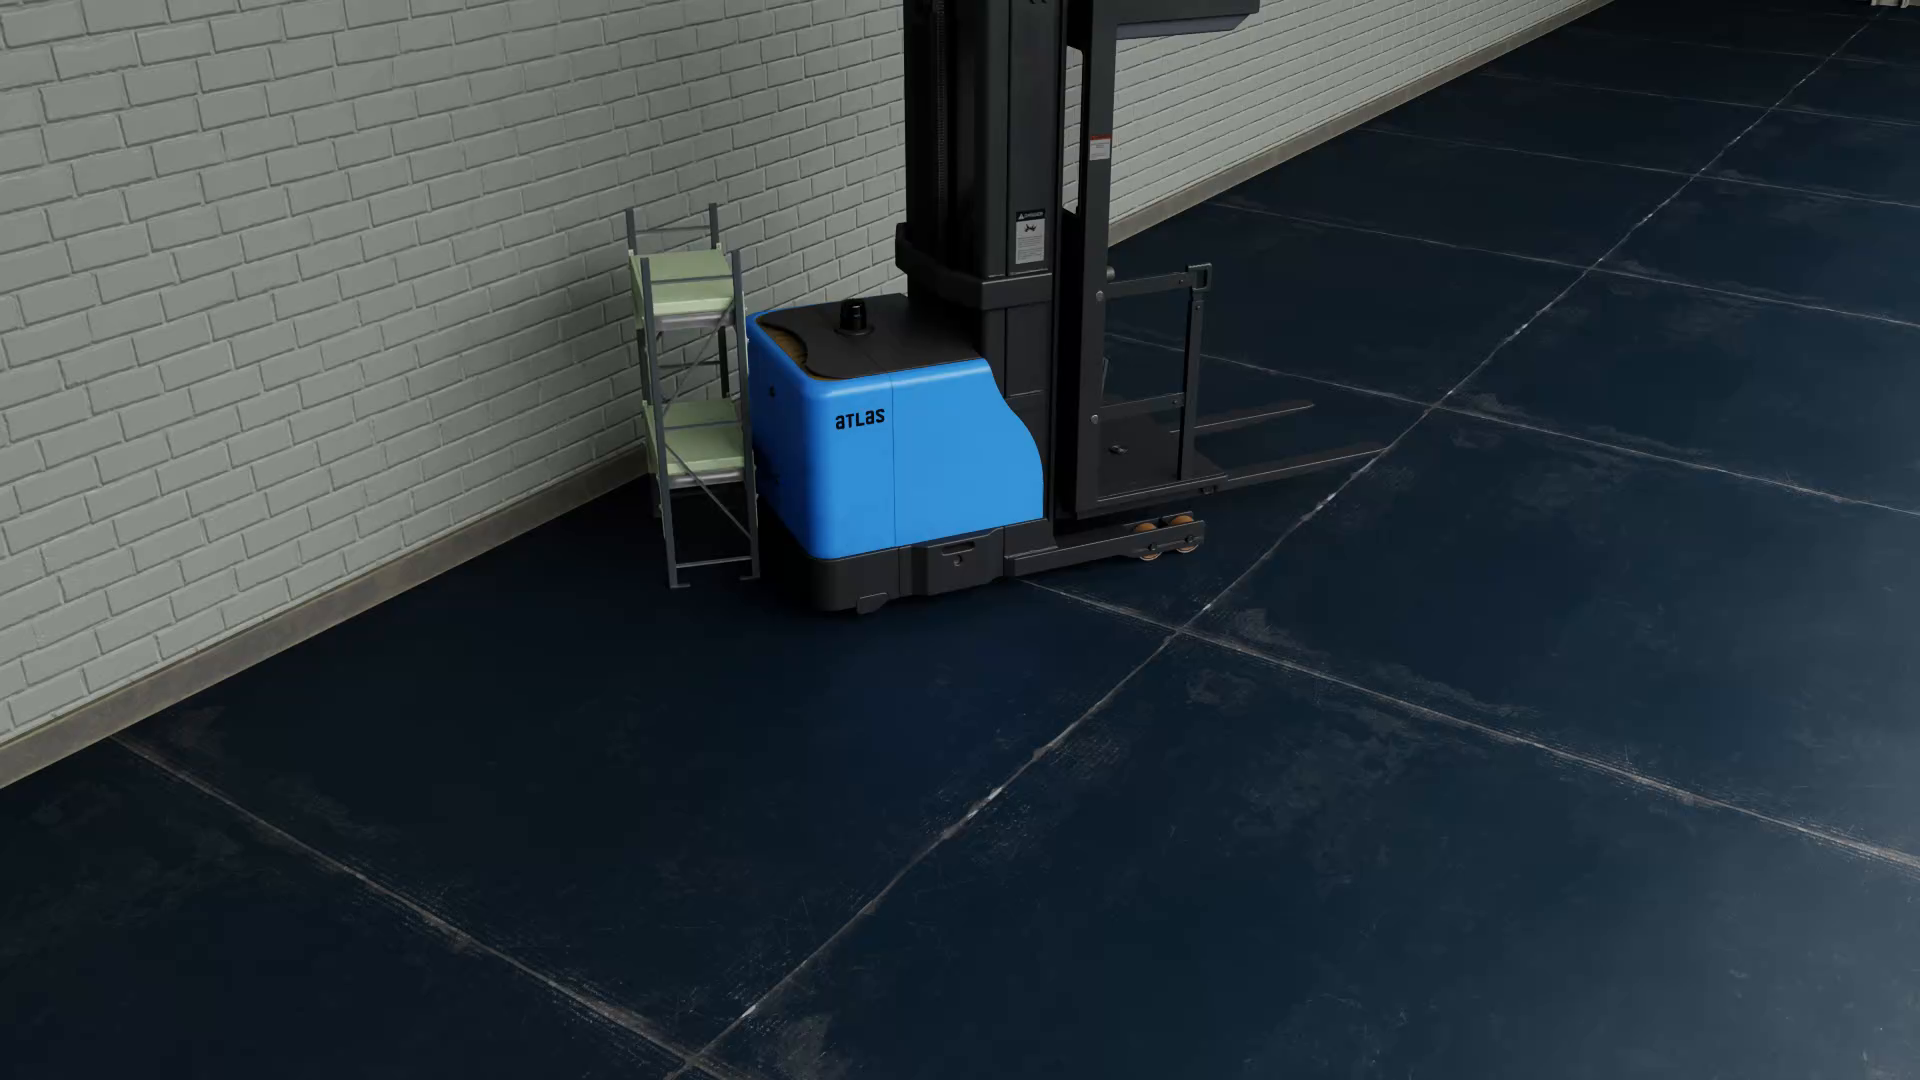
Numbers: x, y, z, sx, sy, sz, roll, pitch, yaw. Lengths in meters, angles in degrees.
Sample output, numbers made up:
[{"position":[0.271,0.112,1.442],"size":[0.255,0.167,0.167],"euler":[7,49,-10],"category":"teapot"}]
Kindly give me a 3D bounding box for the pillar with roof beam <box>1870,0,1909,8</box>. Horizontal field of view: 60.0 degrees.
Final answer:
[{"position":[9.351,-9.190,15.888],"size":[0.400,9.000,9.100],"euler":[17,32,30],"category":"pillar with roof beam"}]

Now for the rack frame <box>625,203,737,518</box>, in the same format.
[{"position":[-1.273,-0.801,7.671],"size":[0.400,1.500,0.023],"euler":[-7,28,-13],"category":"rack frame"}]

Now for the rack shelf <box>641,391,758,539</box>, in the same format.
[{"position":[-1.180,-0.350,7.503],"size":[0.431,0.370,0.720],"euler":[-7,28,-13],"category":"rack shelf"}]

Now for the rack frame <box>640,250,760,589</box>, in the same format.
[{"position":[-1.086,-0.480,7.040],"size":[0.400,1.500,0.023],"euler":[-7,28,-13],"category":"rack frame"}]

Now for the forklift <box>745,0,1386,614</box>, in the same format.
[{"position":[0.570,-1.420,7.308],"size":[3.031,2.935,1.130],"euler":[-11,29,-21],"category":"forklift"}]

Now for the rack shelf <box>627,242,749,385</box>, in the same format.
[{"position":[-1.180,-0.989,7.179],"size":[0.431,0.370,0.720],"euler":[-7,28,-13],"category":"rack shelf"}]

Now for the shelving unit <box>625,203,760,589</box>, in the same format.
[{"position":[-1.180,-0.641,7.356],"size":[0.431,1.500,0.755],"euler":[-7,28,-13],"category":"shelving unit"}]
